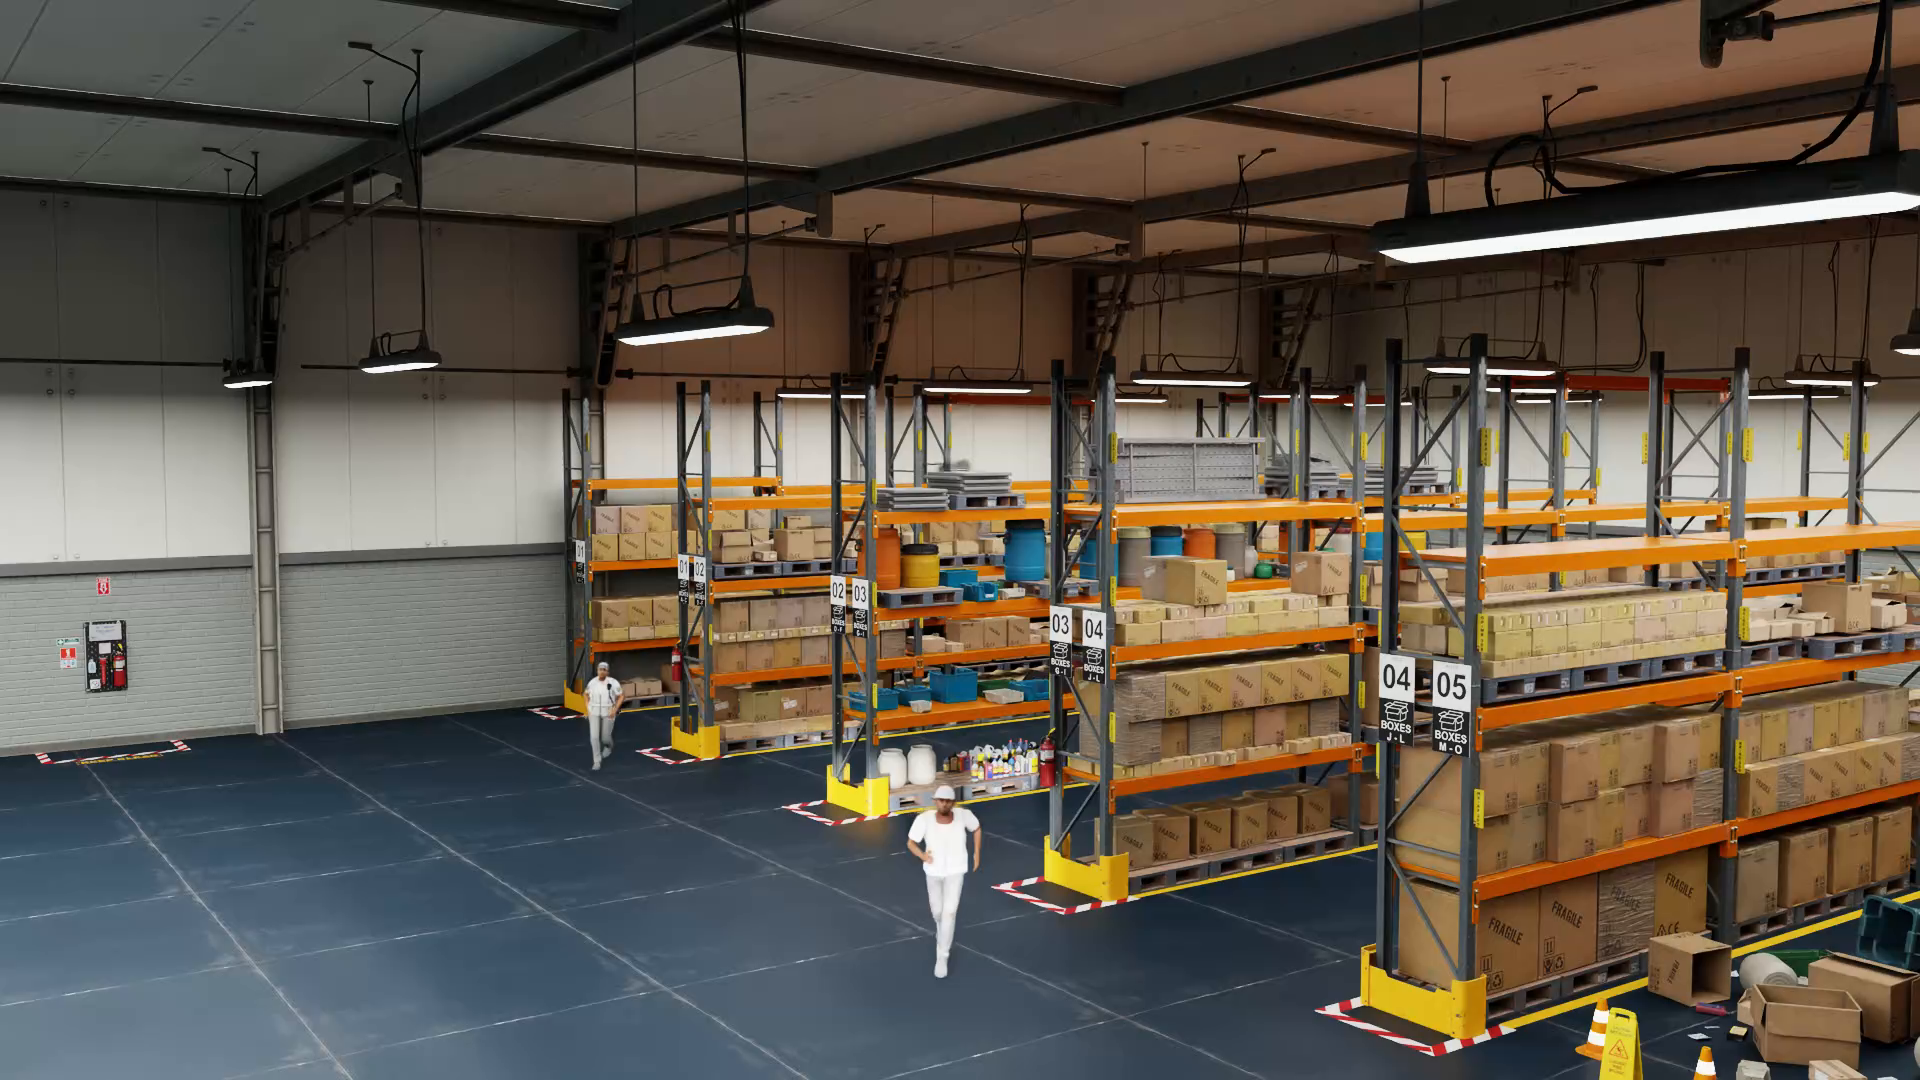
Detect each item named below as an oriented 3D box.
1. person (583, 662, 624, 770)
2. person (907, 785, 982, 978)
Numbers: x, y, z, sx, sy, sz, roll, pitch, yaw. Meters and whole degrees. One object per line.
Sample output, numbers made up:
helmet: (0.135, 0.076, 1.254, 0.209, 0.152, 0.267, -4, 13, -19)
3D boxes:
person: (-5.549, 2.710, 25.830, 0.615, 1.642, 0.662, 0, 4, -3)
person: (-0.154, 3.240, 16.216, 0.727, 1.765, 1.034, 0, 4, 1)
